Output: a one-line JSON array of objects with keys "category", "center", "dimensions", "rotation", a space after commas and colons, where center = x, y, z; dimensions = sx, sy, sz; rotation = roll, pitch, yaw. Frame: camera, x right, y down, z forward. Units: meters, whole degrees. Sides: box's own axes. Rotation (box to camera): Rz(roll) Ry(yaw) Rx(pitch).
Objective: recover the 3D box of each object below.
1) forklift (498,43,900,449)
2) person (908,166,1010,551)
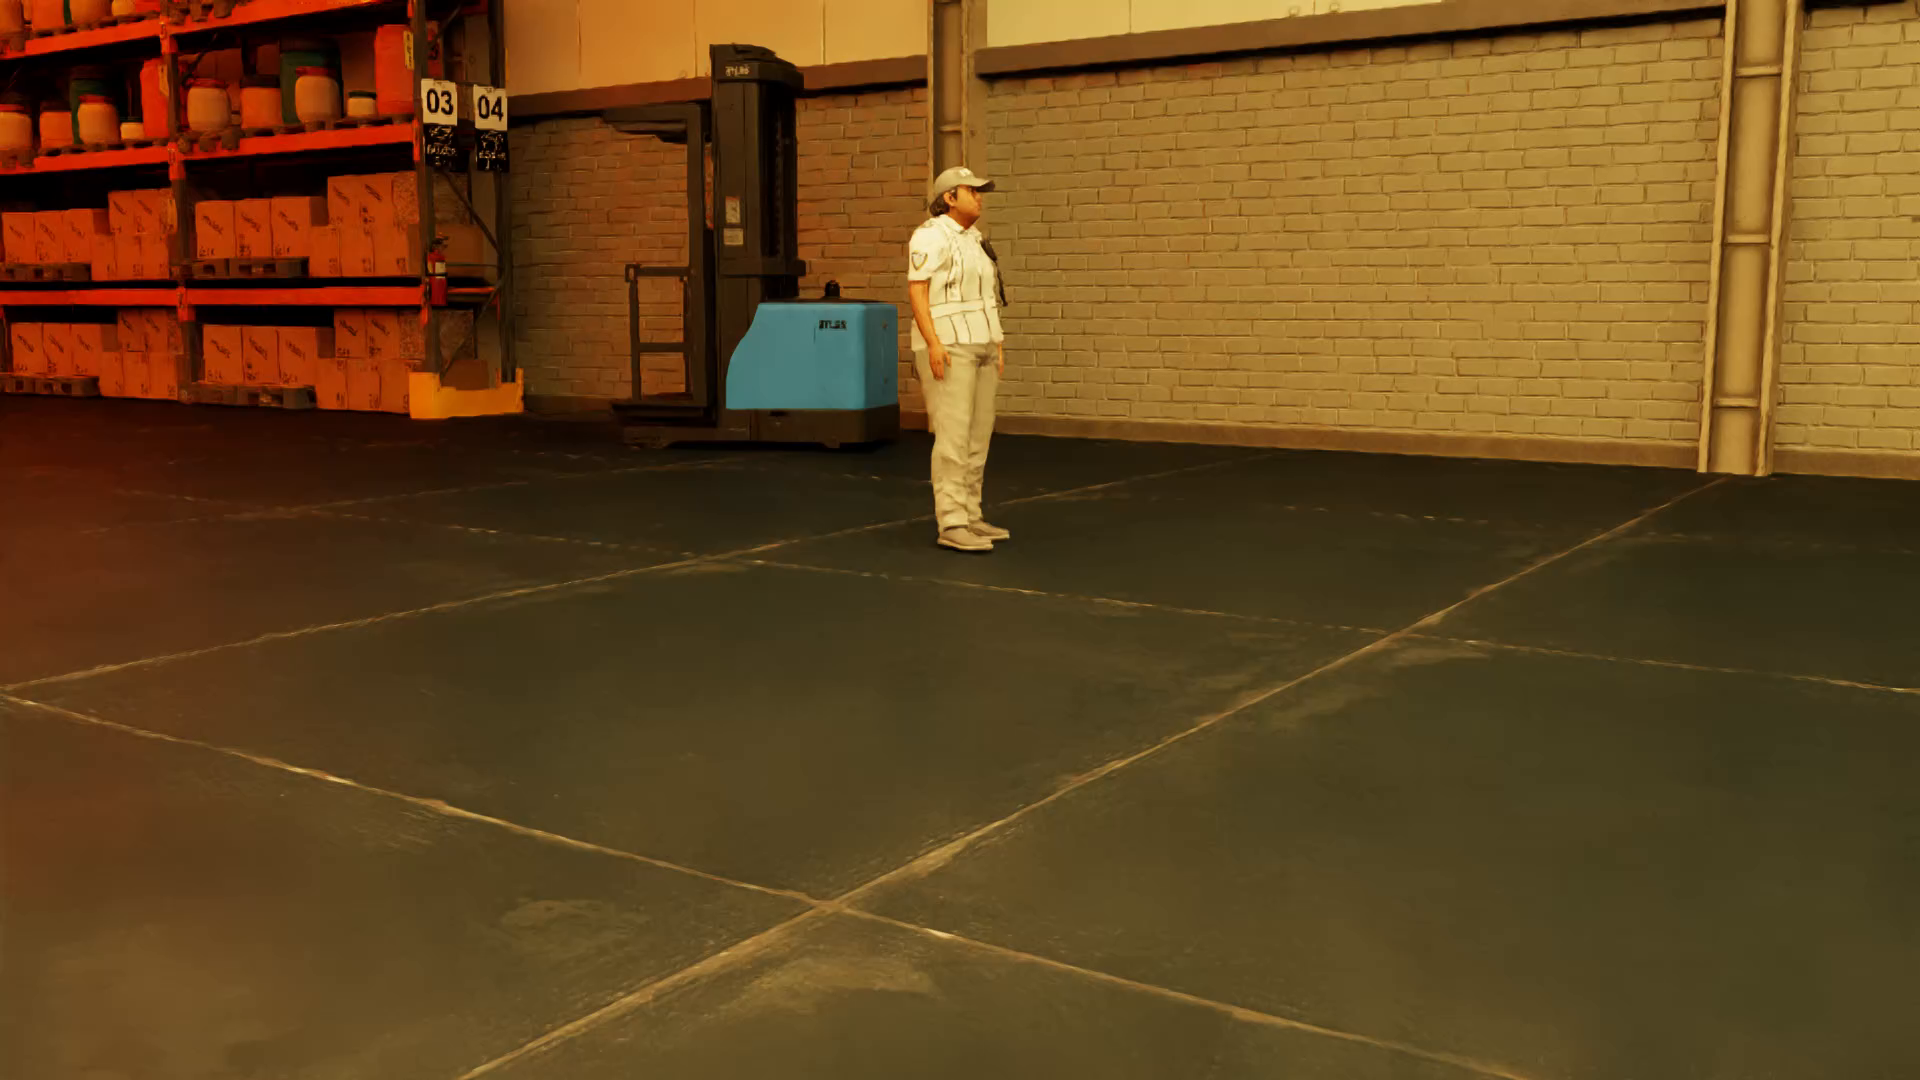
[{"category": "forklift", "center": [-2.038, -2.201, 12.674], "dimensions": [3.031, 2.935, 1.130], "rotation": [2, 8, 14]}, {"category": "person", "center": [0.051, -0.823, 7.424], "dimensions": [0.529, 1.669, 0.598], "rotation": [5, 10, 34]}]
